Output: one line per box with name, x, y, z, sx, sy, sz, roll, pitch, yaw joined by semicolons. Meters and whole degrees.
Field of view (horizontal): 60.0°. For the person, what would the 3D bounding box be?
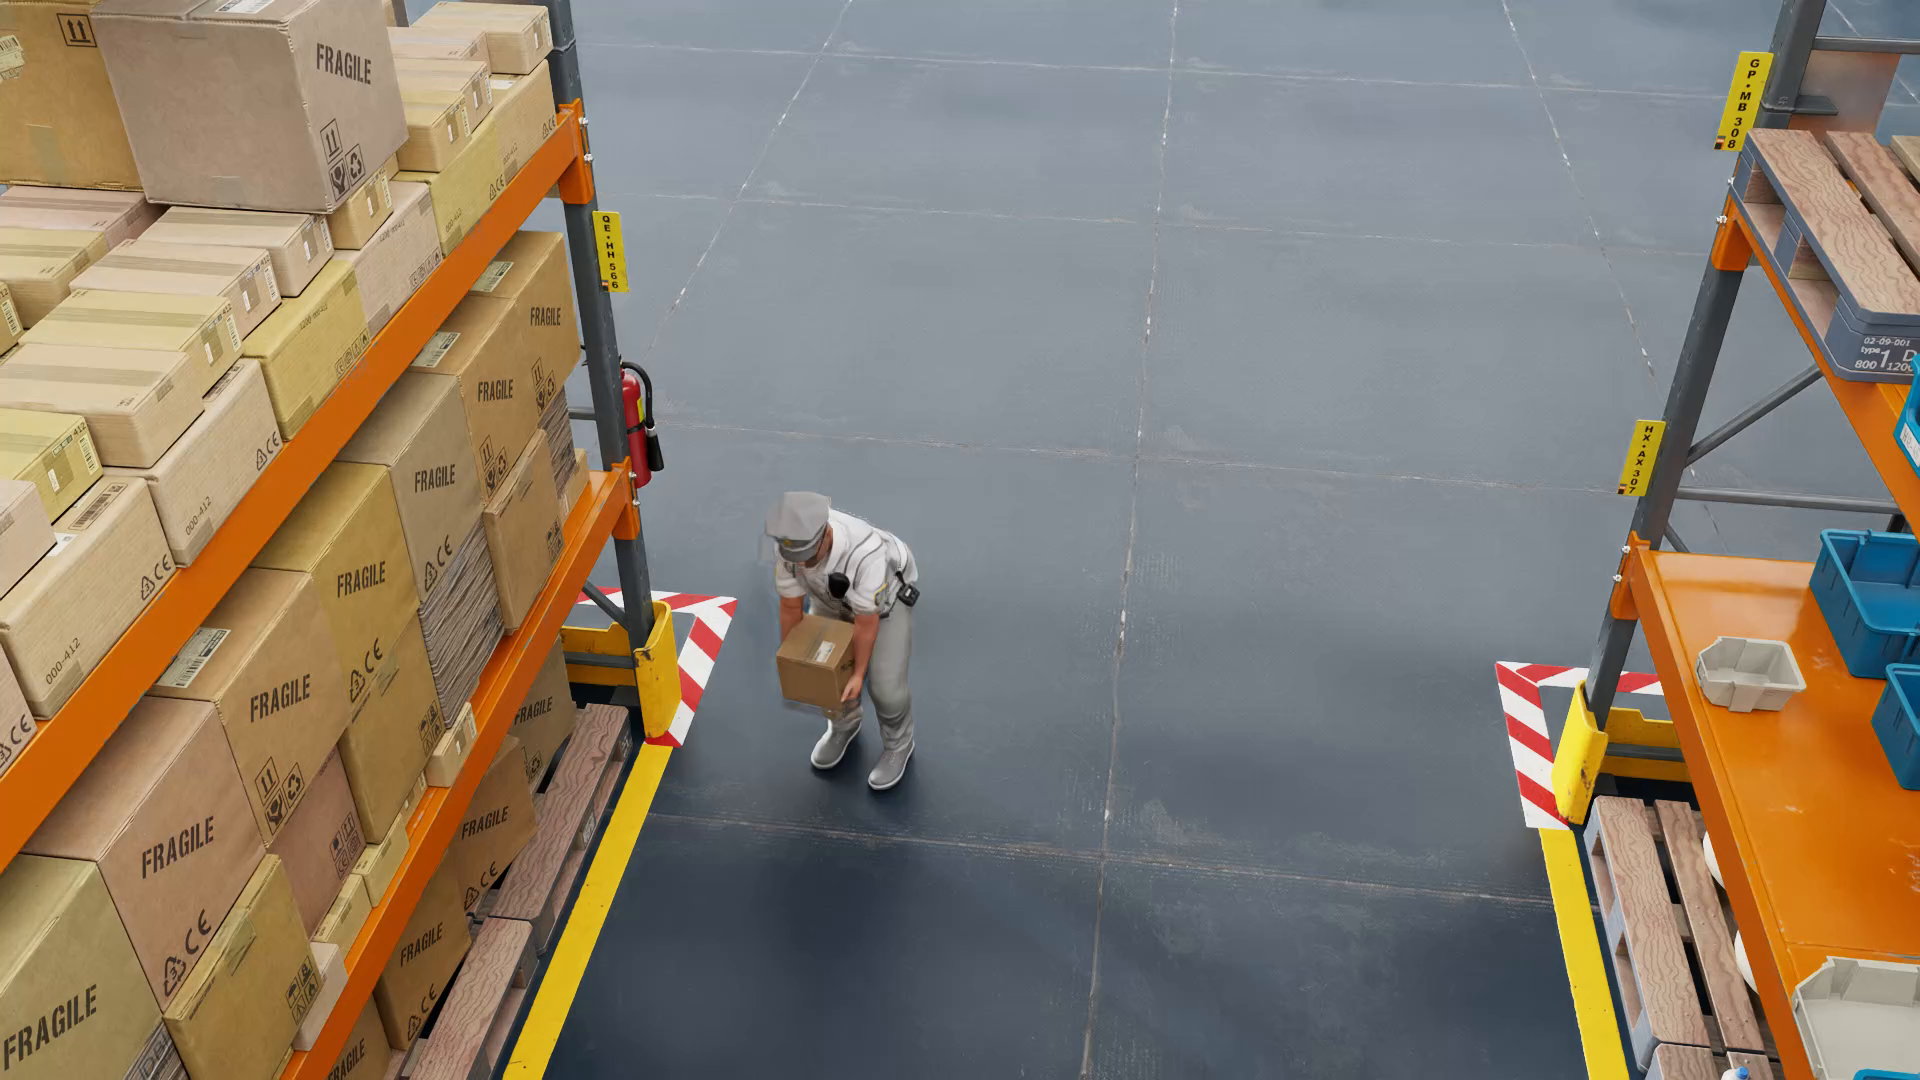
person;-0.472;0.375;6.662;0.473;1.590;0.795;16;39;20
